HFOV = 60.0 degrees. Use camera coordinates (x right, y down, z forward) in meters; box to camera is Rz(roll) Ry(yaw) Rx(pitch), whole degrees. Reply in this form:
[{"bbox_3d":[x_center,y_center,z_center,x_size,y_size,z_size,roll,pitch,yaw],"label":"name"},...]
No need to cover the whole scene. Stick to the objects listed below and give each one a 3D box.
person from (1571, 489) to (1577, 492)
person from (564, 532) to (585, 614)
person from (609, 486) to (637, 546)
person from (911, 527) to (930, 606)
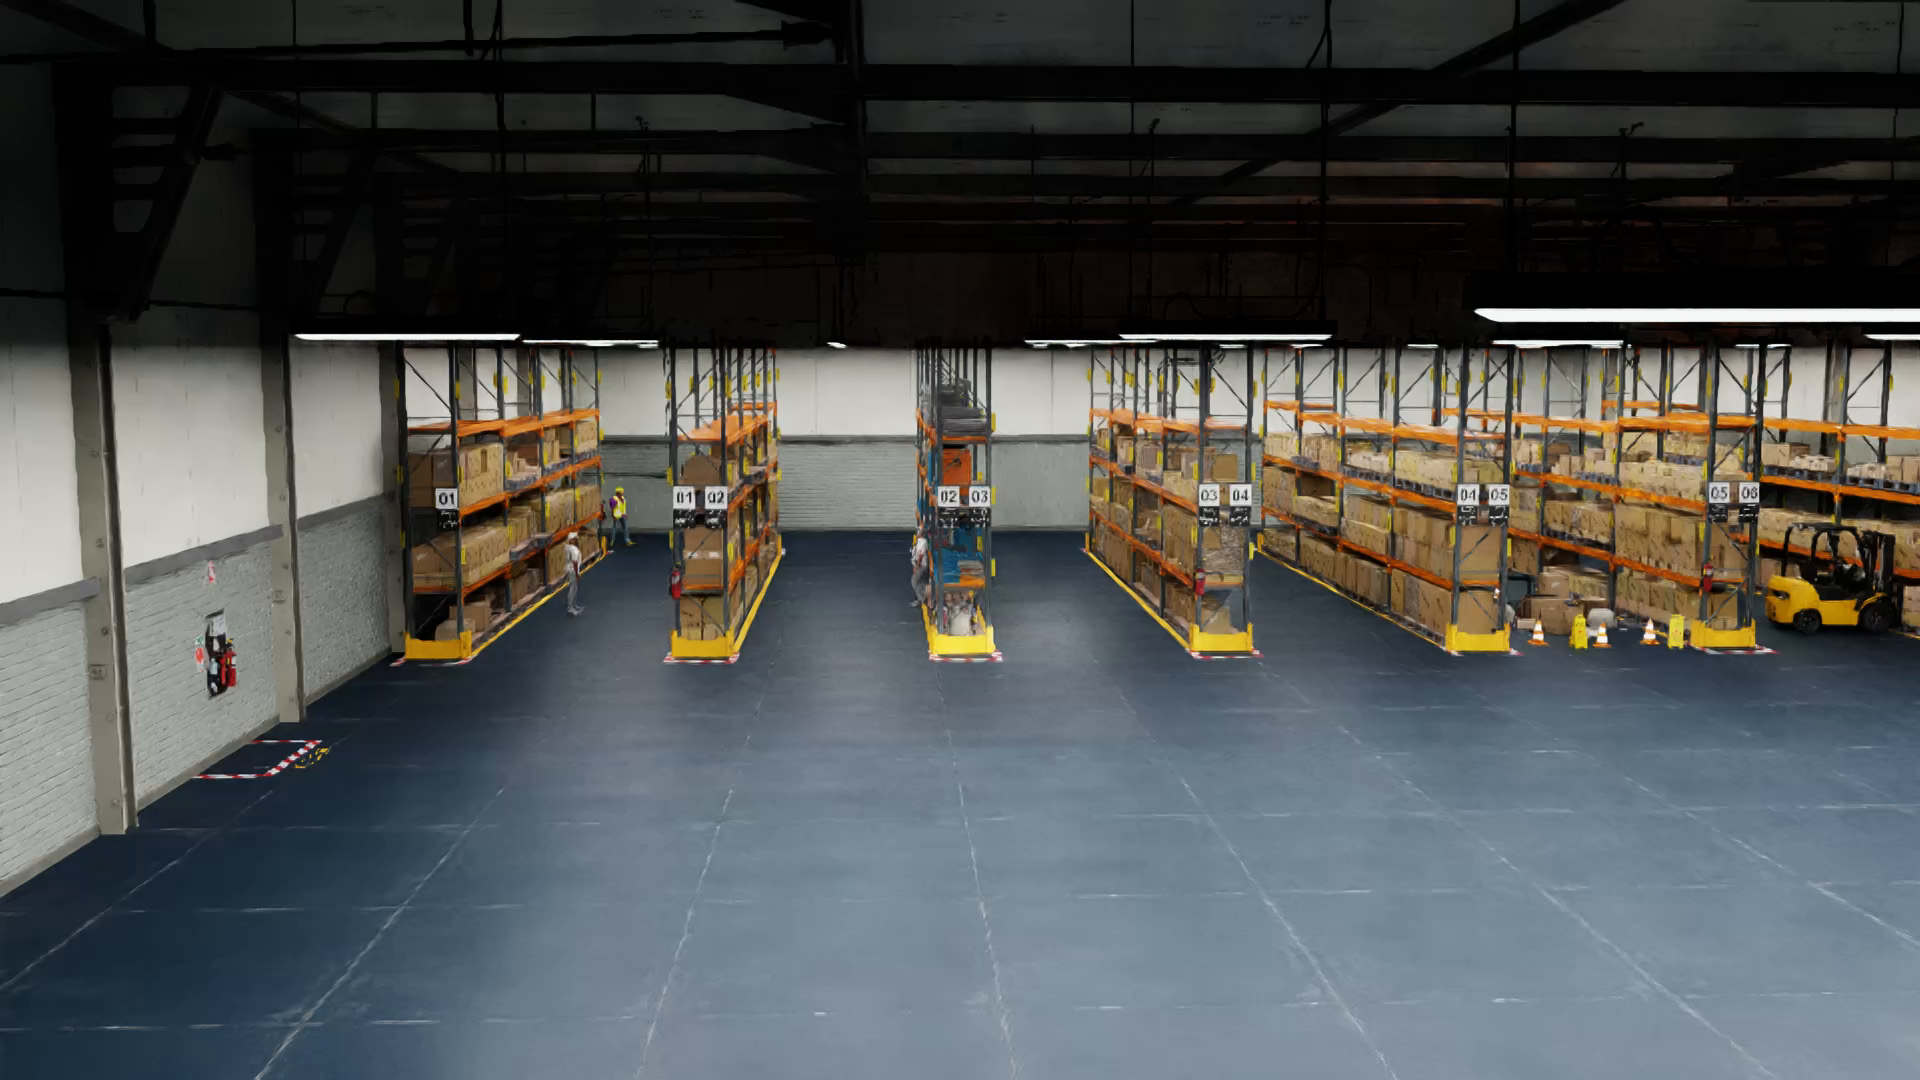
[{"bbox_3d":[17.406,-0.560,47.330,0.524,1.787,0.751,-1,7,-8],"label":"person"},{"bbox_3d":[-8.413,0.699,36.358,0.464,1.772,0.645,-3,7,-28],"label":"person"},{"bbox_3d":[-9.987,-0.722,48.949,0.569,1.754,0.734,4,8,34],"label":"person"},{"bbox_3d":[-0.901,0.590,37.480,0.437,1.769,0.581,1,7,9],"label":"person"}]
